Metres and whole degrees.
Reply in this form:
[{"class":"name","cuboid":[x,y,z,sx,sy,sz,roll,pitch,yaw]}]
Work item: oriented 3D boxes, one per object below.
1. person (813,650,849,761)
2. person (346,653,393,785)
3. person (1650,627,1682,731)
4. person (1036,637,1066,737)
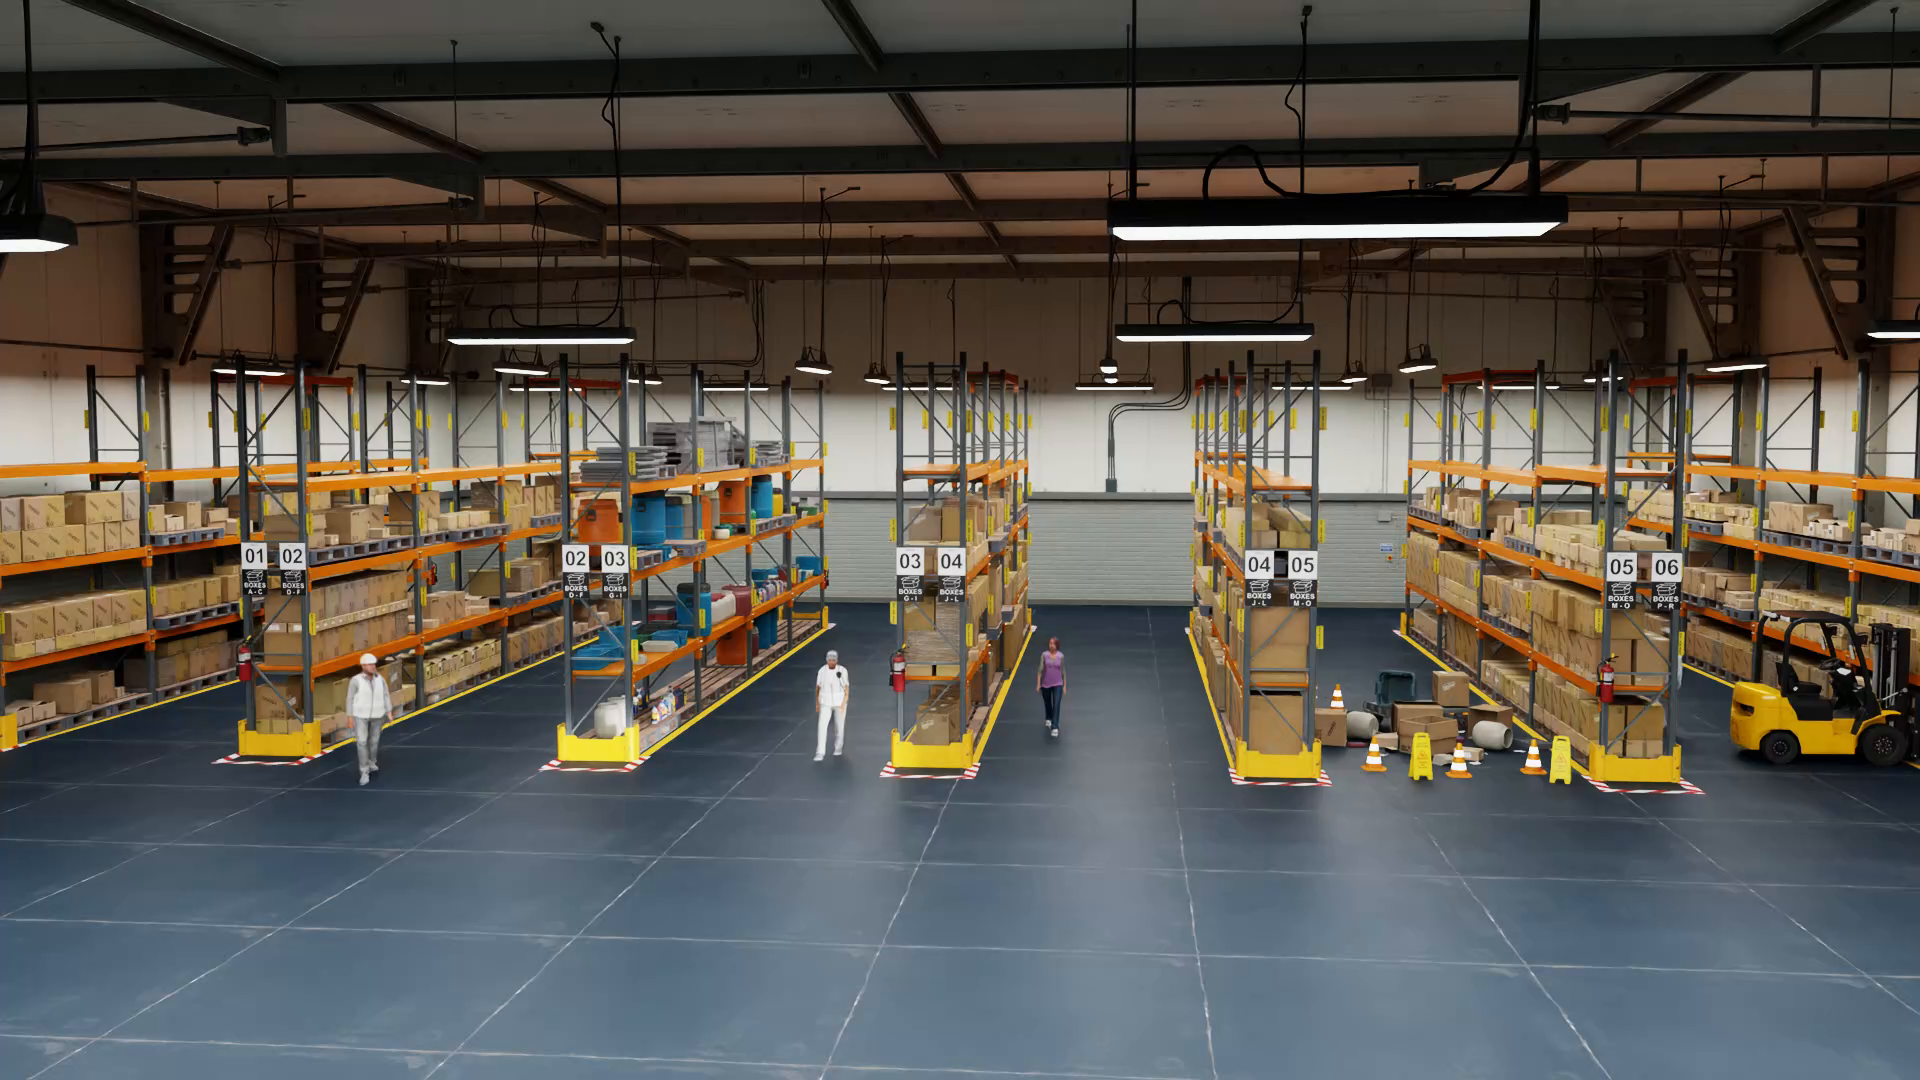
[{"class":"person","cuboid":[-1.905,2.431,24.529,0.539,1.608,0.973,0,4,-5]},{"class":"person","cuboid":[-8.299,2.469,23.351,0.606,1.760,0.944,-2,5,-27]},{"class":"person","cuboid":[11.442,2.265,26.888,0.513,1.707,0.367,-1,4,-18]},{"class":"person","cuboid":[1.468,2.327,26.681,0.472,1.528,0.994,0,4,5]}]
